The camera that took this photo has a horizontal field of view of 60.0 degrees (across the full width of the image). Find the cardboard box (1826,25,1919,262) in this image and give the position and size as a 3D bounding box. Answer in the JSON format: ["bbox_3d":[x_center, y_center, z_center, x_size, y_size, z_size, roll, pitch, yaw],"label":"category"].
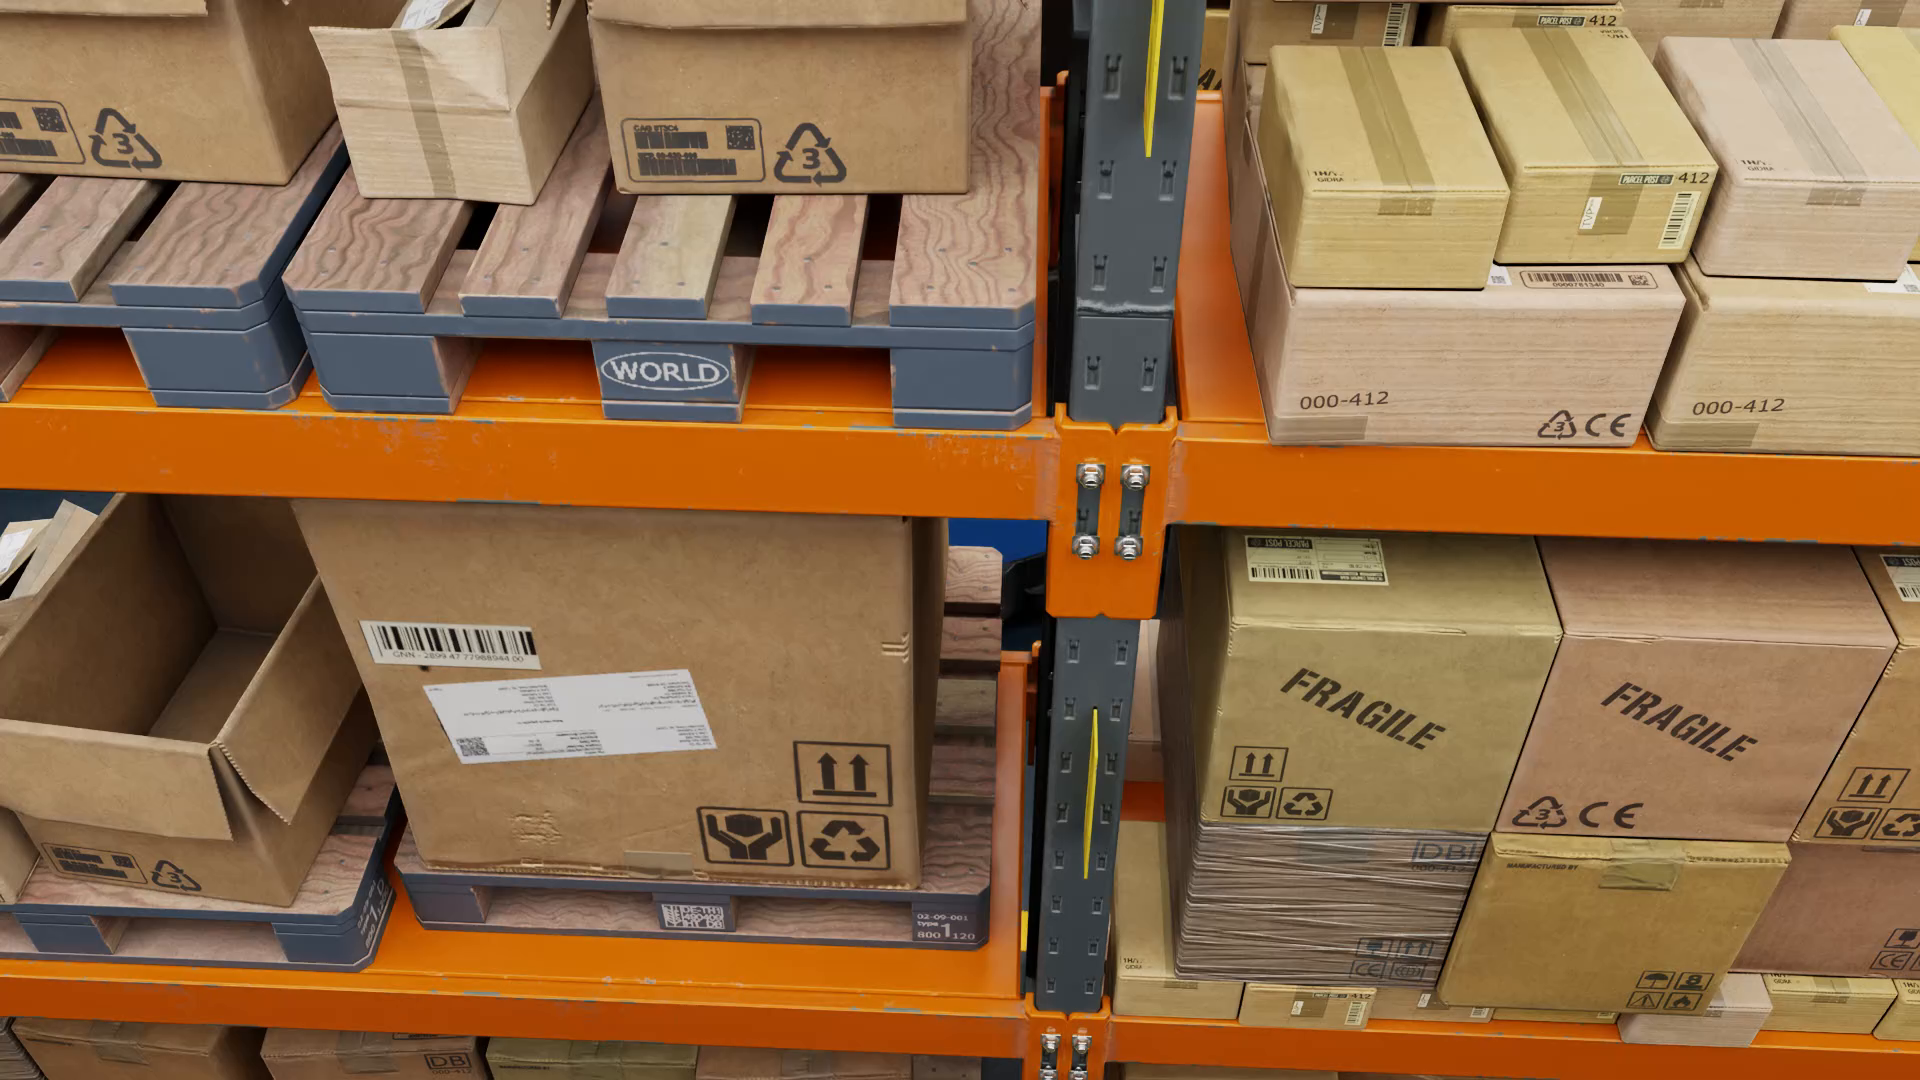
[{"bbox_3d":[1.334,-0.537,2.243,0.250,0.149,0.380,3,43,3],"label":"cardboard box"}]

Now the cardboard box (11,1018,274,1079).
[{"bbox_3d":[-1.968,1.127,4.350,0.500,0.500,0.700,5,43,5],"label":"cardboard box"}]

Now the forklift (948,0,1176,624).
[{"bbox_3d":[0.612,-1.275,5.469,3.031,2.935,1.130,-16,45,-17],"label":"forklift"}]

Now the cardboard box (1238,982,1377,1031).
[{"bbox_3d":[0.687,0.789,3.387,0.250,0.149,0.380,2,43,2],"label":"cardboard box"}]

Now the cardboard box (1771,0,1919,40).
[{"bbox_3d":[1.369,-0.897,2.629,0.250,0.149,0.380,1,43,1],"label":"cardboard box"}]

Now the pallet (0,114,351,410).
[{"bbox_3d":[-1.411,-0.681,2.718,1.003,0.211,1.213,2,43,2],"label":"pallet"}]

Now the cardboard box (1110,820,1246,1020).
[{"bbox_3d":[0.438,0.772,3.405,0.250,0.149,0.380,2,43,2],"label":"cardboard box"}]

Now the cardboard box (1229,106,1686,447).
[{"bbox_3d":[0.675,-0.386,2.373,0.500,0.250,0.500,0,43,0],"label":"cardboard box"}]

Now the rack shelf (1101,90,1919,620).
[{"bbox_3d":[2.235,-0.304,2.703,4.000,0.370,1.077,2,43,2],"label":"rack shelf"}]

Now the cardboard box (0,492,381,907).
[{"bbox_3d":[-1.499,0.287,3.358,0.637,0.503,0.797,6,43,6],"label":"cardboard box"}]

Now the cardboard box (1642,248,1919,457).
[{"bbox_3d":[1.204,-0.373,2.359,0.500,0.250,0.500,1,43,2],"label":"cardboard box"}]

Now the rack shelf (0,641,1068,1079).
[{"bbox_3d":[-1.761,0.670,3.857,4.000,0.370,1.077,2,43,2],"label":"rack shelf"}]

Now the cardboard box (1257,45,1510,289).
[{"bbox_3d":[0.547,-0.500,2.203,0.250,0.149,0.380,1,43,1],"label":"cardboard box"}]

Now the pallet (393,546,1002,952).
[{"bbox_3d":[-0.520,0.416,3.743,1.213,0.211,1.003,2,43,2],"label":"pallet"}]

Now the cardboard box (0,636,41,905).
[{"bbox_3d":[-2.095,0.455,3.363,0.500,0.250,0.500,1,43,1],"label":"cardboard box"}]

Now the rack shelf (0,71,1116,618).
[{"bbox_3d":[-1.761,-0.427,2.835,4.000,0.370,1.077,2,43,2],"label":"rack shelf"}]

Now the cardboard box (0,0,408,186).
[{"bbox_3d":[-1.170,-0.931,2.464,0.637,0.503,0.797,3,43,4],"label":"cardboard box"}]

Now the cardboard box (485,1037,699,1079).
[{"bbox_3d":[-0.851,1.161,4.314,0.500,0.500,0.700,2,43,2],"label":"cardboard box"}]

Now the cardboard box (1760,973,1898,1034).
[{"bbox_3d":[1.688,0.794,3.382,0.250,0.149,0.380,2,43,2],"label":"cardboard box"}]

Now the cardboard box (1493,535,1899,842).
[{"bbox_3d":[1.174,0.159,2.854,0.500,0.500,0.500,2,43,2],"label":"cardboard box"}]

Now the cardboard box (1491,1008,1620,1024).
[{"bbox_3d":[1.188,0.779,3.398,0.250,0.149,0.380,2,43,2],"label":"cardboard box"}]

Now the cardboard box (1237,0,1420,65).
[{"bbox_3d":[0.574,-0.907,2.640,0.250,0.149,0.380,3,43,3],"label":"cardboard box"}]

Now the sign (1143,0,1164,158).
[{"bbox_3d":[0.215,-0.584,1.808,0.005,0.325,0.100,2,43,2],"label":"sign"}]

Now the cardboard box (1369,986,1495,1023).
[{"bbox_3d":[0.938,0.777,3.399,0.250,0.149,0.380,2,43,2],"label":"cardboard box"}]

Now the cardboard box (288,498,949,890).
[{"bbox_3d":[-0.551,-0.024,3.327,1.000,1.000,1.000,2,43,2],"label":"cardboard box"}]

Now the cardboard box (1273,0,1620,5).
[{"bbox_3d":[0.698,-1.117,2.390,0.500,0.500,0.500,1,43,1],"label":"cardboard box"}]

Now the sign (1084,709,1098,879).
[{"bbox_3d":[0.215,0.423,2.746,0.005,0.325,0.100,2,43,2],"label":"sign"}]

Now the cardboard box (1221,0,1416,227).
[{"bbox_3d":[0.704,-0.738,2.751,0.500,0.250,0.500,3,43,3],"label":"cardboard box"}]

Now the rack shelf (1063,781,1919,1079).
[{"bbox_3d":[2.235,0.793,3.726,4.000,0.370,1.077,2,43,2],"label":"rack shelf"}]

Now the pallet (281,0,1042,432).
[{"bbox_3d":[-0.375,-0.652,2.686,1.003,0.211,1.213,2,43,2],"label":"pallet"}]

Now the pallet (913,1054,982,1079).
[{"bbox_3d":[-0.541,1.466,4.521,1.213,0.211,1.003,2,43,2],"label":"pallet"}]

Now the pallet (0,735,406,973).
[{"bbox_3d":[-1.780,0.449,3.708,1.213,0.211,1.003,2,43,2],"label":"pallet"}]

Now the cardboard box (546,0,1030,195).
[{"bbox_3d":[-0.228,-0.902,2.433,0.637,0.503,0.797,0,43,0],"label":"cardboard box"}]

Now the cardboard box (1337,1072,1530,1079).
[{"bbox_3d":[1.207,1.282,4.199,0.500,0.500,0.500,15,45,15],"label":"cardboard box"}]

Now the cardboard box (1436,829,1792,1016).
[{"bbox_3d":[1.181,0.418,3.309,0.500,0.500,0.875,2,43,2],"label":"cardboard box"}]

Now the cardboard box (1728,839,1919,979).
[{"bbox_3d":[1.685,0.365,3.366,0.500,0.500,0.875,2,43,2],"label":"cardboard box"}]

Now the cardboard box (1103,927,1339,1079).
[{"bbox_3d":[0.634,1.269,4.213,0.500,0.500,0.500,1,43,1],"label":"cardboard box"}]

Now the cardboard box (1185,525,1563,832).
[{"bbox_3d":[0.675,0.144,2.869,0.500,0.500,0.500,2,43,2],"label":"cardboard box"}]

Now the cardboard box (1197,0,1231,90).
[{"bbox_3d":[1.186,-2.215,7.678,0.875,0.875,0.875,2,43,3],"label":"cardboard box"}]

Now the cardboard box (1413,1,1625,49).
[{"bbox_3d":[0.837,-0.836,2.564,0.250,0.149,0.380,2,43,2],"label":"cardboard box"}]

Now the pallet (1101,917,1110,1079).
[{"bbox_3d":[0.909,1.485,4.501,1.213,0.211,1.003,2,43,2],"label":"pallet"}]

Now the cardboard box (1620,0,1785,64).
[{"bbox_3d":[1.092,-0.888,2.619,0.250,0.149,0.380,0,43,0],"label":"cardboard box"}]

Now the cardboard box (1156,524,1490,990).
[{"bbox_3d":[0.683,0.379,3.351,0.500,0.500,0.875,2,43,2],"label":"cardboard box"}]

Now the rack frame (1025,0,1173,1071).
[{"bbox_3d":[0.237,0.469,3.546,0.127,3.000,1.000,2,43,2],"label":"rack frame"}]

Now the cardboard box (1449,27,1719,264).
[{"bbox_3d":[0.817,-0.538,2.244,0.250,0.149,0.380,0,43,0],"label":"cardboard box"}]

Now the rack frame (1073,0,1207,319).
[{"bbox_3d":[0.237,-1.726,1.501,0.127,3.000,1.000,2,43,2],"label":"rack frame"}]

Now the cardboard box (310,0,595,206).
[{"bbox_3d":[-0.707,-0.694,2.384,0.258,0.266,0.396,3,43,3],"label":"cardboard box"}]

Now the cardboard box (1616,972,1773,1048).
[{"bbox_3d":[1.436,0.814,3.360,0.250,0.149,0.380,2,43,2],"label":"cardboard box"}]

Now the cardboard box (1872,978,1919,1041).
[{"bbox_3d":[1.937,0.809,3.365,0.250,0.149,0.380,2,43,2],"label":"cardboard box"}]

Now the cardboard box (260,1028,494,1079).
[{"bbox_3d":[-1.410,1.144,4.332,0.500,0.500,0.700,-2,43,-2],"label":"cardboard box"}]

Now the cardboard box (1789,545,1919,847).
[{"bbox_3d":[1.674,0.174,2.837,0.500,0.500,0.500,2,43,2],"label":"cardboard box"}]

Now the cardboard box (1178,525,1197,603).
[{"bbox_3d":[0.699,-0.216,3.256,0.500,0.500,0.500,2,43,2],"label":"cardboard box"}]

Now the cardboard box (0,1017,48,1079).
[{"bbox_3d":[-2.534,1.115,4.364,0.500,0.500,0.700,-2,43,-2],"label":"cardboard box"}]

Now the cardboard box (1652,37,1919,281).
[{"bbox_3d":[1.088,-0.515,2.220,0.250,0.149,0.380,2,43,2],"label":"cardboard box"}]

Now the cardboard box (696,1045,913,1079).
[{"bbox_3d":[-0.376,1.189,4.284,0.500,0.500,0.700,-1,43,-1],"label":"cardboard box"}]

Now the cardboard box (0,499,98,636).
[{"bbox_3d":[-2.081,0.109,3.723,0.258,0.266,0.396,1,43,1],"label":"cardboard box"}]

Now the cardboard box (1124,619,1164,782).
[{"bbox_3d":[0.465,0.367,3.840,0.250,0.149,0.380,2,43,2],"label":"cardboard box"}]
